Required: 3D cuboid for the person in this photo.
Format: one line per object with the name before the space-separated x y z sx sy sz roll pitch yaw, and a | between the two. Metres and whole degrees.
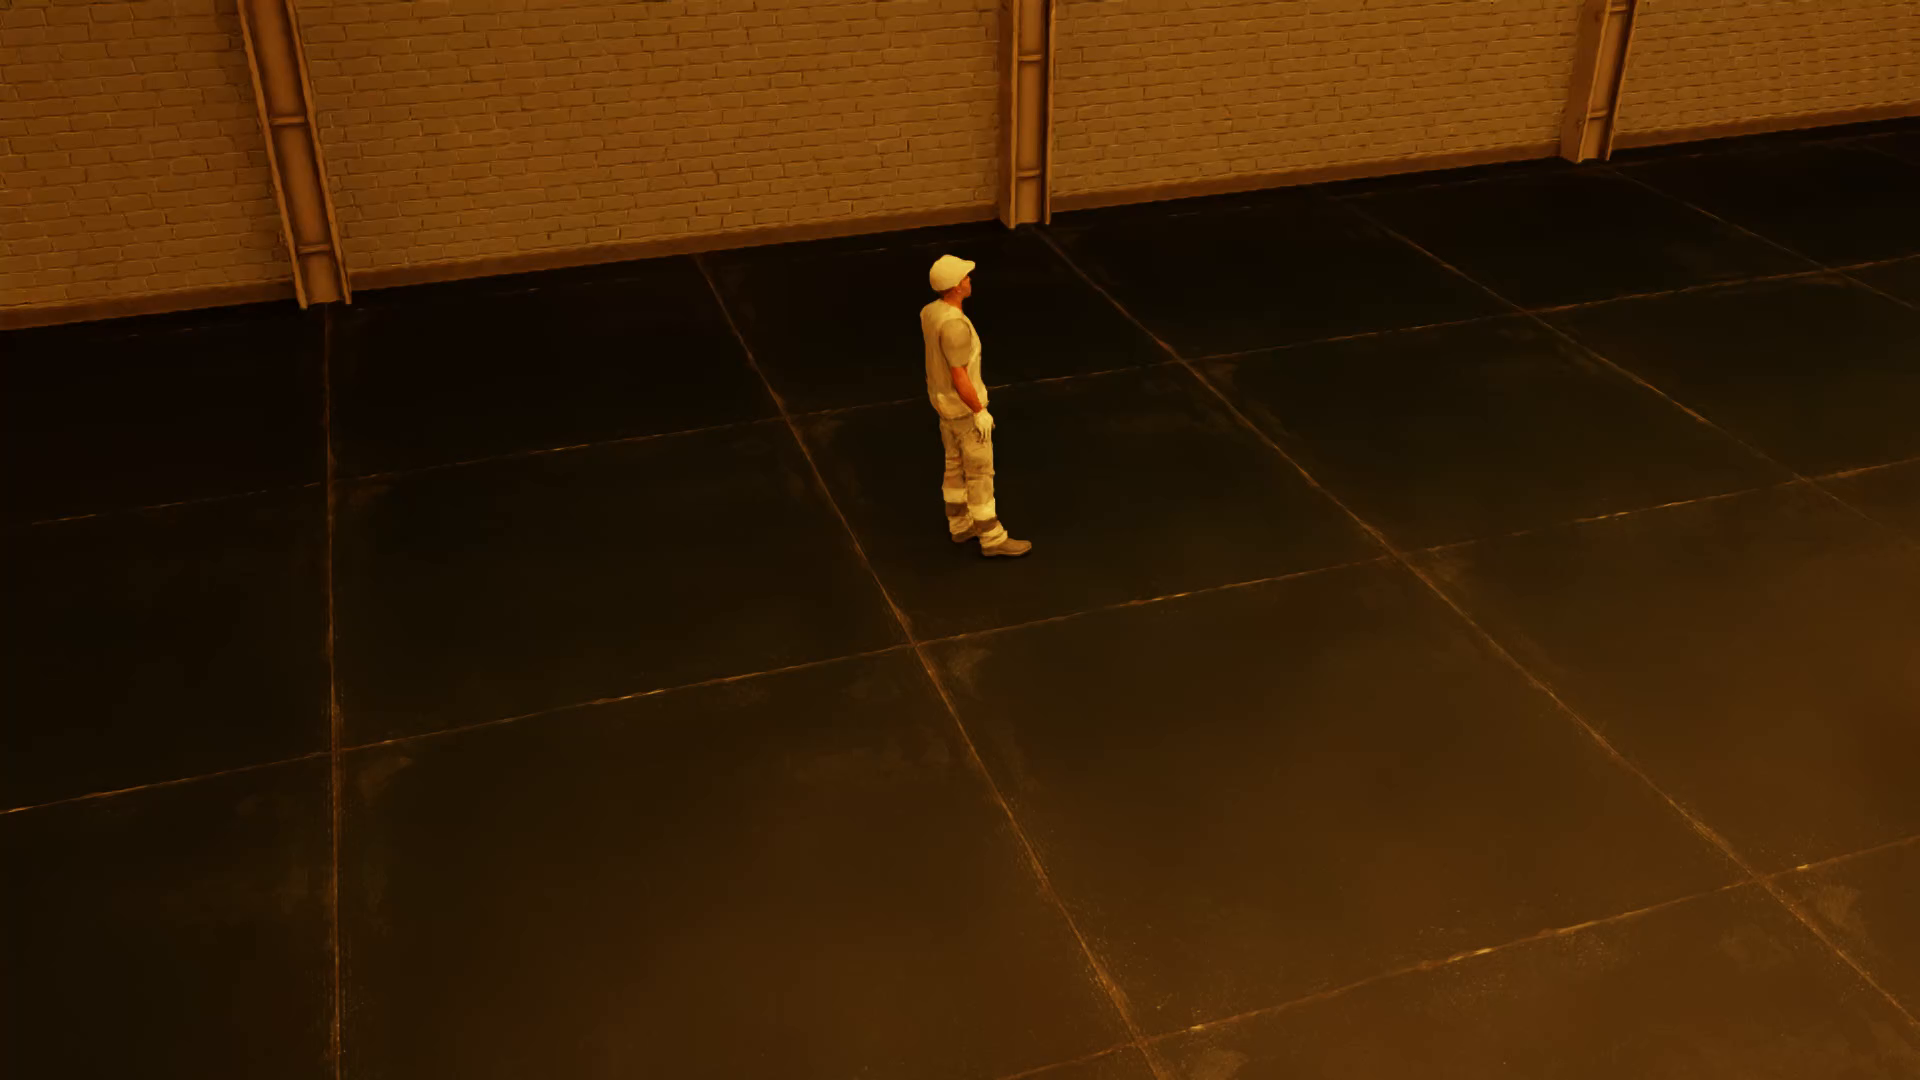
person | 0.080 -0.789 9.589 0.563 1.787 0.637 -10 31 -16
